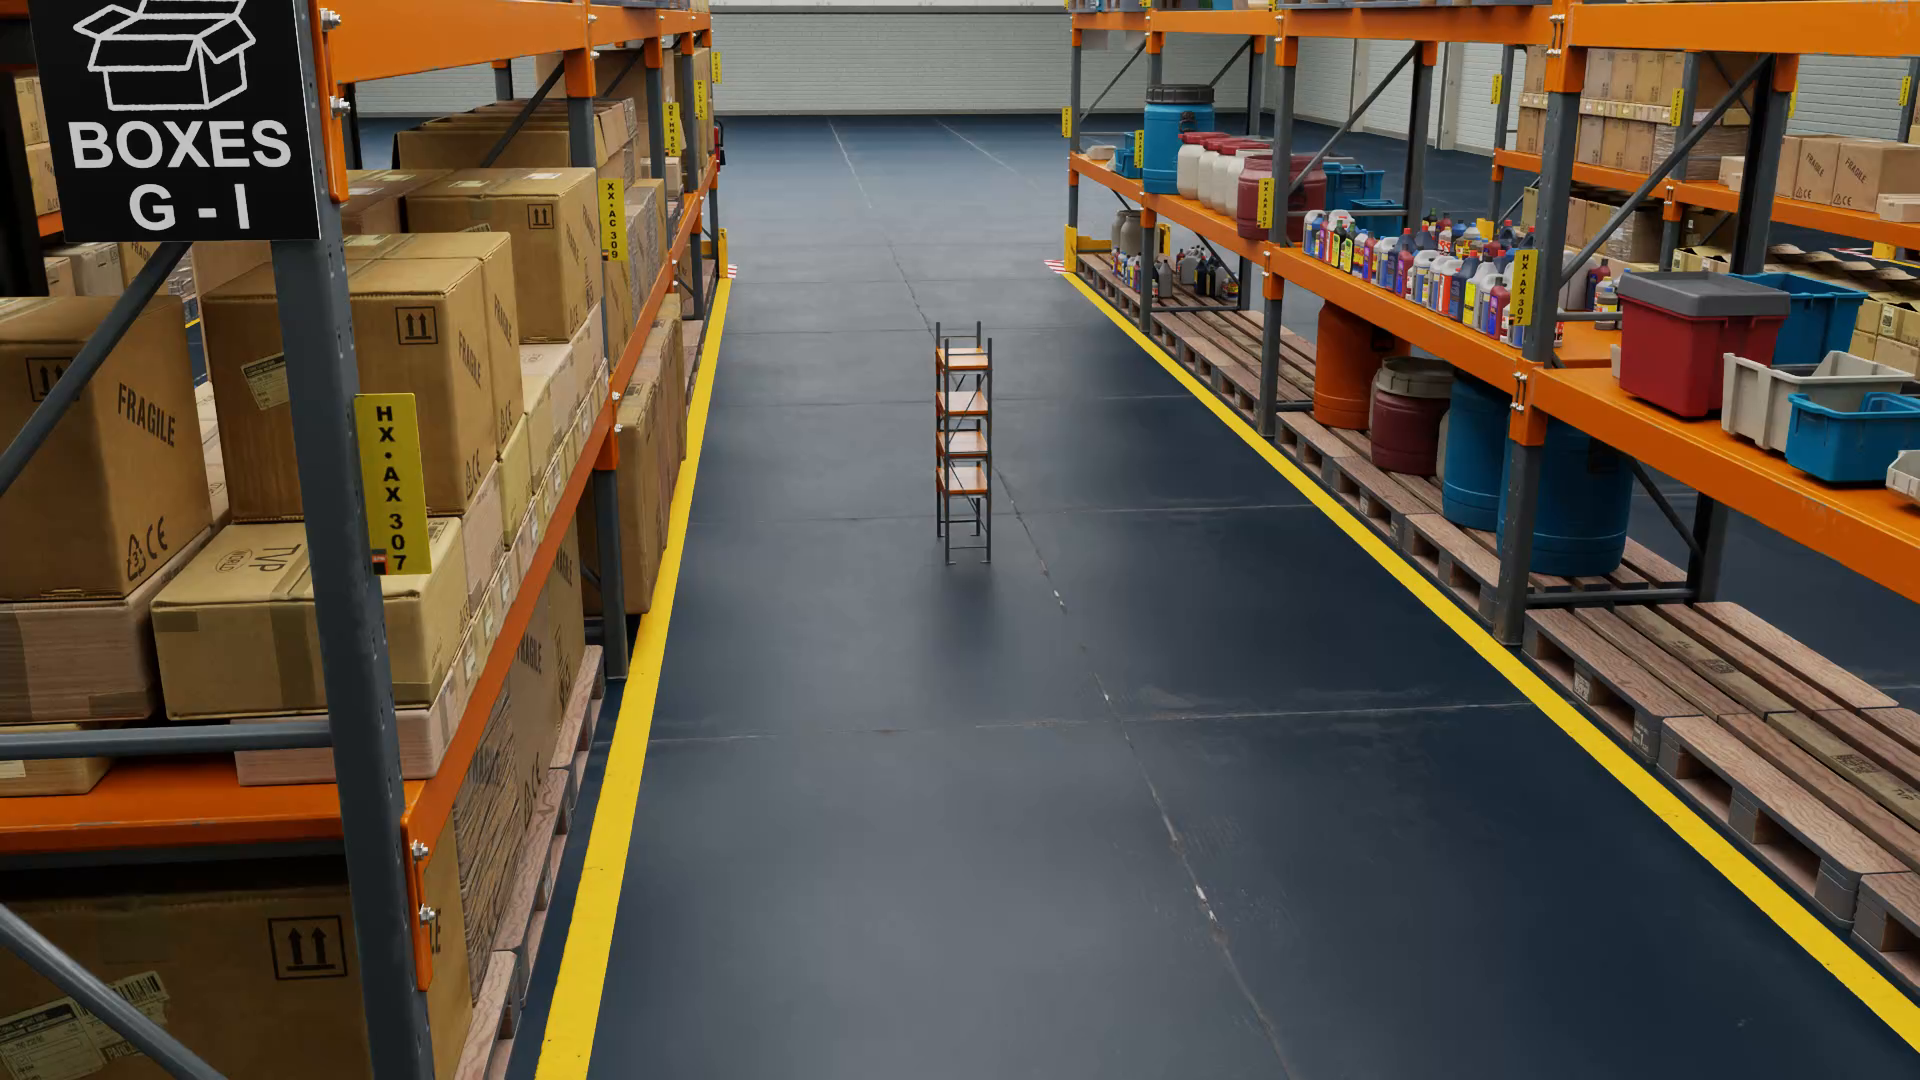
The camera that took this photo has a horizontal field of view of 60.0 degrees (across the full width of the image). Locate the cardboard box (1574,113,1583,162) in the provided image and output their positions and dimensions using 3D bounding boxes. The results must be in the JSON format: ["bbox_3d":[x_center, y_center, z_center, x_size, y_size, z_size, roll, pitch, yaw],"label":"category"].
[{"bbox_3d":[6.806,-4.304,17.711,0.700,0.500,0.500,-2,18,-5],"label":"cardboard box"}]

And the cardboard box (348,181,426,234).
[{"bbox_3d":[-2.112,-0.950,5.699,0.500,0.500,0.500,-2,18,-6],"label":"cardboard box"}]

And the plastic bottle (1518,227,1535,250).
[{"bbox_3d":[3.156,-1.550,9.188,0.144,0.351,0.185,-2,18,-6],"label":"plastic bottle"}]

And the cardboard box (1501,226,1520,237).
[{"bbox_3d":[6.500,-3.422,18.958,0.500,0.250,0.500,-2,18,-6],"label":"cardboard box"}]

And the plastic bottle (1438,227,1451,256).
[{"bbox_3d":[3.047,-1.859,10.422,0.097,0.201,0.097,0,17,0],"label":"plastic bottle"}]

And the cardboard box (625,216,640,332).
[{"bbox_3d":[-1.853,-1.311,8.179,0.500,0.500,0.500,-2,18,-7],"label":"cardboard box"}]

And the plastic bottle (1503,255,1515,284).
[{"bbox_3d":[2.699,-1.218,8.130,0.144,0.351,0.185,-2,18,-6],"label":"plastic bottle"}]

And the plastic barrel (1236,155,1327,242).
[{"bbox_3d":[2.215,-2.358,11.454,0.600,0.536,0.708,-2,18,-6],"label":"plastic barrel"}]

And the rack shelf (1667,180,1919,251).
[{"bbox_3d":[7.285,-2.569,13.554,1.077,0.370,4.000,-2,18,-6],"label":"rack shelf"}]

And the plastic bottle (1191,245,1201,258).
[{"bbox_3d":[2.398,-2.794,16.757,0.144,0.351,0.185,-1,17,-3],"label":"plastic bottle"}]

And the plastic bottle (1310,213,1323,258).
[{"bbox_3d":[2.272,-1.929,10.528,0.097,0.271,0.097,0,17,0],"label":"plastic bottle"}]

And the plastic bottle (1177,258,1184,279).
[{"bbox_3d":[2.255,-2.763,16.906,0.097,0.201,0.097,0,17,0],"label":"plastic bottle"}]

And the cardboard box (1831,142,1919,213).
[{"bbox_3d":[7.302,-2.864,13.124,0.500,0.500,0.500,-3,18,-9],"label":"cardboard box"}]

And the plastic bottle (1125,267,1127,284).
[{"bbox_3d":[1.693,-2.650,16.549,0.097,0.201,0.097,0,17,0],"label":"plastic bottle"}]

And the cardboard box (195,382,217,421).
[{"bbox_3d":[-2.014,-0.292,4.855,0.500,0.250,0.500,-2,18,-6],"label":"cardboard box"}]

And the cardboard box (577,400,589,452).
[{"bbox_3d":[-1.513,-0.389,5.829,0.380,0.149,0.250,-1,17,-5],"label":"cardboard box"}]

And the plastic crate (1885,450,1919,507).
[{"bbox_3d":[3.007,-0.178,5.076,0.298,0.136,0.250,-2,18,-6],"label":"plastic crate"}]

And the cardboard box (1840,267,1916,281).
[{"bbox_3d":[7.563,-2.099,13.809,0.500,0.311,0.500,-2,18,-6],"label":"cardboard box"}]

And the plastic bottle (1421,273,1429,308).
[{"bbox_3d":[2.471,-1.318,8.700,0.097,0.201,0.097,0,17,0],"label":"plastic bottle"}]

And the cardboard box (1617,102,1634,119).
[{"bbox_3d":[6.734,-4.243,16.435,0.380,0.149,0.250,-2,18,-6],"label":"cardboard box"}]

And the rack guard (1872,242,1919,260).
[{"bbox_3d":[11.601,-3.639,19.933,1.175,0.500,0.348,-2,18,-6],"label":"rack guard"}]

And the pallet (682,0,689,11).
[{"bbox_3d":[-2.818,-4.358,13.355,1.213,0.211,1.003,-2,18,-6],"label":"pallet"}]

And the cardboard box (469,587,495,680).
[{"bbox_3d":[-1.301,0.223,3.878,0.380,0.149,0.250,-2,18,-7],"label":"cardboard box"}]

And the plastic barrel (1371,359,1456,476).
[{"bbox_3d":[2.748,-0.733,9.828,0.600,0.588,0.708,-2,18,-6],"label":"plastic barrel"}]

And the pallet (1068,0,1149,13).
[{"bbox_3d":[1.727,-5.640,17.440,1.003,0.211,1.213,-2,18,-6],"label":"pallet"}]

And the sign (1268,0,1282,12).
[{"bbox_3d":[2.017,-3.527,10.570,0.100,0.325,0.005,-2,18,-6],"label":"sign"}]

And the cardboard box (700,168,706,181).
[{"bbox_3d":[-2.585,-3.455,15.595,0.380,0.149,0.250,-2,18,-6],"label":"cardboard box"}]

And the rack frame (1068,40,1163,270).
[{"bbox_3d":[1.739,-4.548,18.656,1.000,3.000,0.127,-2,18,-6],"label":"rack frame"}]

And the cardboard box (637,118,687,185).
[{"bbox_3d":[-2.505,-2.939,12.658,0.797,0.503,0.637,0,17,0],"label":"cardboard box"}]

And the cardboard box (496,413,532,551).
[{"bbox_3d":[-1.427,-0.154,4.415,0.500,0.250,0.500,-2,18,-7],"label":"cardboard box"}]

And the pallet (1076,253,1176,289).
[{"bbox_3d":[1.872,-2.954,18.235,1.003,0.211,1.213,-2,18,-6],"label":"pallet"}]

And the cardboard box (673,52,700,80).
[{"bbox_3d":[-2.622,-4.161,15.090,0.500,0.500,0.500,-2,18,-6],"label":"cardboard box"}]

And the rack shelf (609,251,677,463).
[{"bbox_3d":[-2.156,-1.073,8.786,1.077,0.370,4.000,-2,18,-6],"label":"rack shelf"}]

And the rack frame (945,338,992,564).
[{"bbox_3d":[0.042,-0.450,8.609,0.240,1.200,0.015,-2,18,-6],"label":"rack frame"}]

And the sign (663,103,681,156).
[{"bbox_3d":[-1.811,-2.582,10.461,0.100,0.325,0.005,-2,18,-6],"label":"sign"}]

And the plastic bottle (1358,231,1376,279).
[{"bbox_3d":[2.367,-1.654,9.651,0.097,0.271,0.097,0,17,0],"label":"plastic bottle"}]

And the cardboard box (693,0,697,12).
[{"bbox_3d":[-2.627,-4.862,14.900,0.500,0.250,0.500,-2,18,-6],"label":"cardboard box"}]

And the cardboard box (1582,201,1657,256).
[{"bbox_3d":[6.718,-3.184,16.949,0.500,0.500,0.500,-2,18,-6],"label":"cardboard box"}]

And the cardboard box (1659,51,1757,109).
[{"bbox_3d":[7.027,-4.307,15.555,0.700,0.500,0.500,-2,18,-5],"label":"cardboard box"}]

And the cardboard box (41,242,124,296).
[{"bbox_3d":[-7.566,-2.025,13.674,1.050,0.750,0.750,-2,18,-6],"label":"cardboard box"}]

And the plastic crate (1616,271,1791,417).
[{"bbox_3d":[2.819,-0.758,6.378,0.402,0.464,0.583,-2,18,-6],"label":"plastic crate"}]

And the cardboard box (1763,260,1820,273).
[{"bbox_3d":[6.974,-2.230,14.226,0.500,0.311,0.500,-2,18,-7],"label":"cardboard box"}]

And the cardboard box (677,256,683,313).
[{"bbox_3d":[-2.777,-2.331,15.068,0.500,0.500,0.500,-2,18,-7],"label":"cardboard box"}]

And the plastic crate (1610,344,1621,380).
[{"bbox_3d":[2.882,-0.733,6.843,0.396,0.136,0.243,-2,18,-6],"label":"plastic crate"}]

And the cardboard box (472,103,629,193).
[{"bbox_3d":[-2.239,-2.125,9.097,0.797,0.503,0.637,-1,17,-4],"label":"cardboard box"}]

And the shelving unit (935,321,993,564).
[{"bbox_3d":[0.017,-0.523,8.840,0.258,1.200,0.503,-2,18,-6],"label":"shelving unit"}]

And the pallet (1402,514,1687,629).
[{"bbox_3d":[2.938,0.126,8.422,1.003,0.211,1.213,-2,18,-6],"label":"pallet"}]

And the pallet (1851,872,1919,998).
[{"bbox_3d":[3.342,1.302,4.676,1.003,0.211,1.213,-2,18,-6],"label":"pallet"}]

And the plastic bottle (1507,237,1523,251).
[{"bbox_3d":[3.120,-1.564,9.347,0.061,0.283,0.133,-2,18,-6],"label":"plastic bottle"}]

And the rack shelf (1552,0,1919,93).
[{"bbox_3d":[3.183,-1.465,5.029,1.077,0.370,4.000,-2,18,-6],"label":"rack shelf"}]

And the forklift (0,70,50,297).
[{"bbox_3d":[-4.976,-1.030,7.566,3.031,2.935,1.130,8,19,24],"label":"forklift"}]

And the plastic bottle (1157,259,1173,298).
[{"bbox_3d":[1.942,-2.490,15.788,0.144,0.351,0.185,-2,18,-6],"label":"plastic bottle"}]

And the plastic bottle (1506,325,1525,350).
[{"bbox_3d":[2.614,-1.021,7.629,0.152,0.276,0.135,-2,18,-6],"label":"plastic bottle"}]
